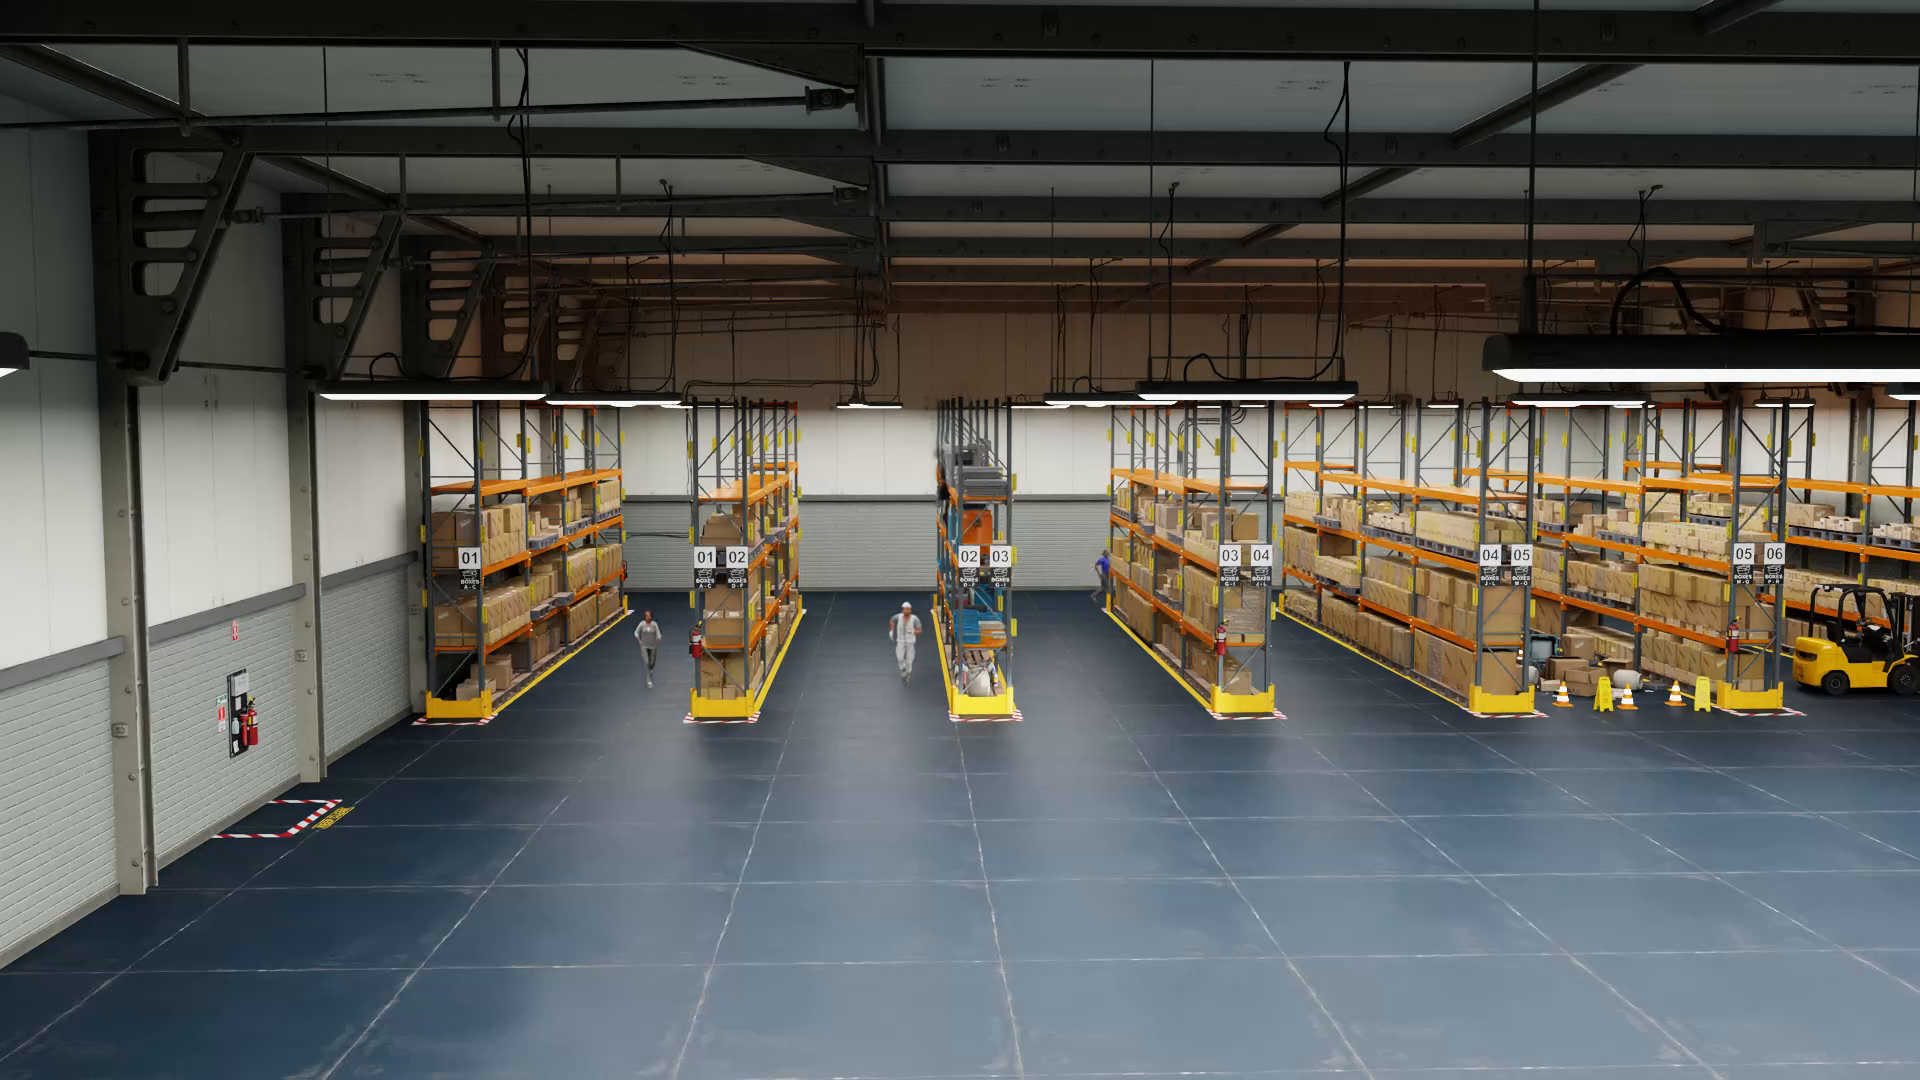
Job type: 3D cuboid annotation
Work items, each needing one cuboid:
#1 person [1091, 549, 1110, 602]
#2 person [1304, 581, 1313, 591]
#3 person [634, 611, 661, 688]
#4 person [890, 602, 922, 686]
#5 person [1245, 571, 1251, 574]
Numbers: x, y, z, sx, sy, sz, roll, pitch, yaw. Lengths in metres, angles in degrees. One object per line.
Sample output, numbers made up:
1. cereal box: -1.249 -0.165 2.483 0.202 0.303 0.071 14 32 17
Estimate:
1. person: 4.252 1.088 49.020 0.936 1.646 0.574 3 5 31
2. person: 10.290 1.101 48.876 0.835 1.739 0.760 3 5 36
3. person: -6.530 2.264 34.801 0.541 1.584 0.729 -1 5 -15
4. person: -1.139 2.154 34.597 0.697 1.746 0.811 0 4 5
5. person: 8.132 1.169 47.694 0.791 1.740 0.579 3 5 31
